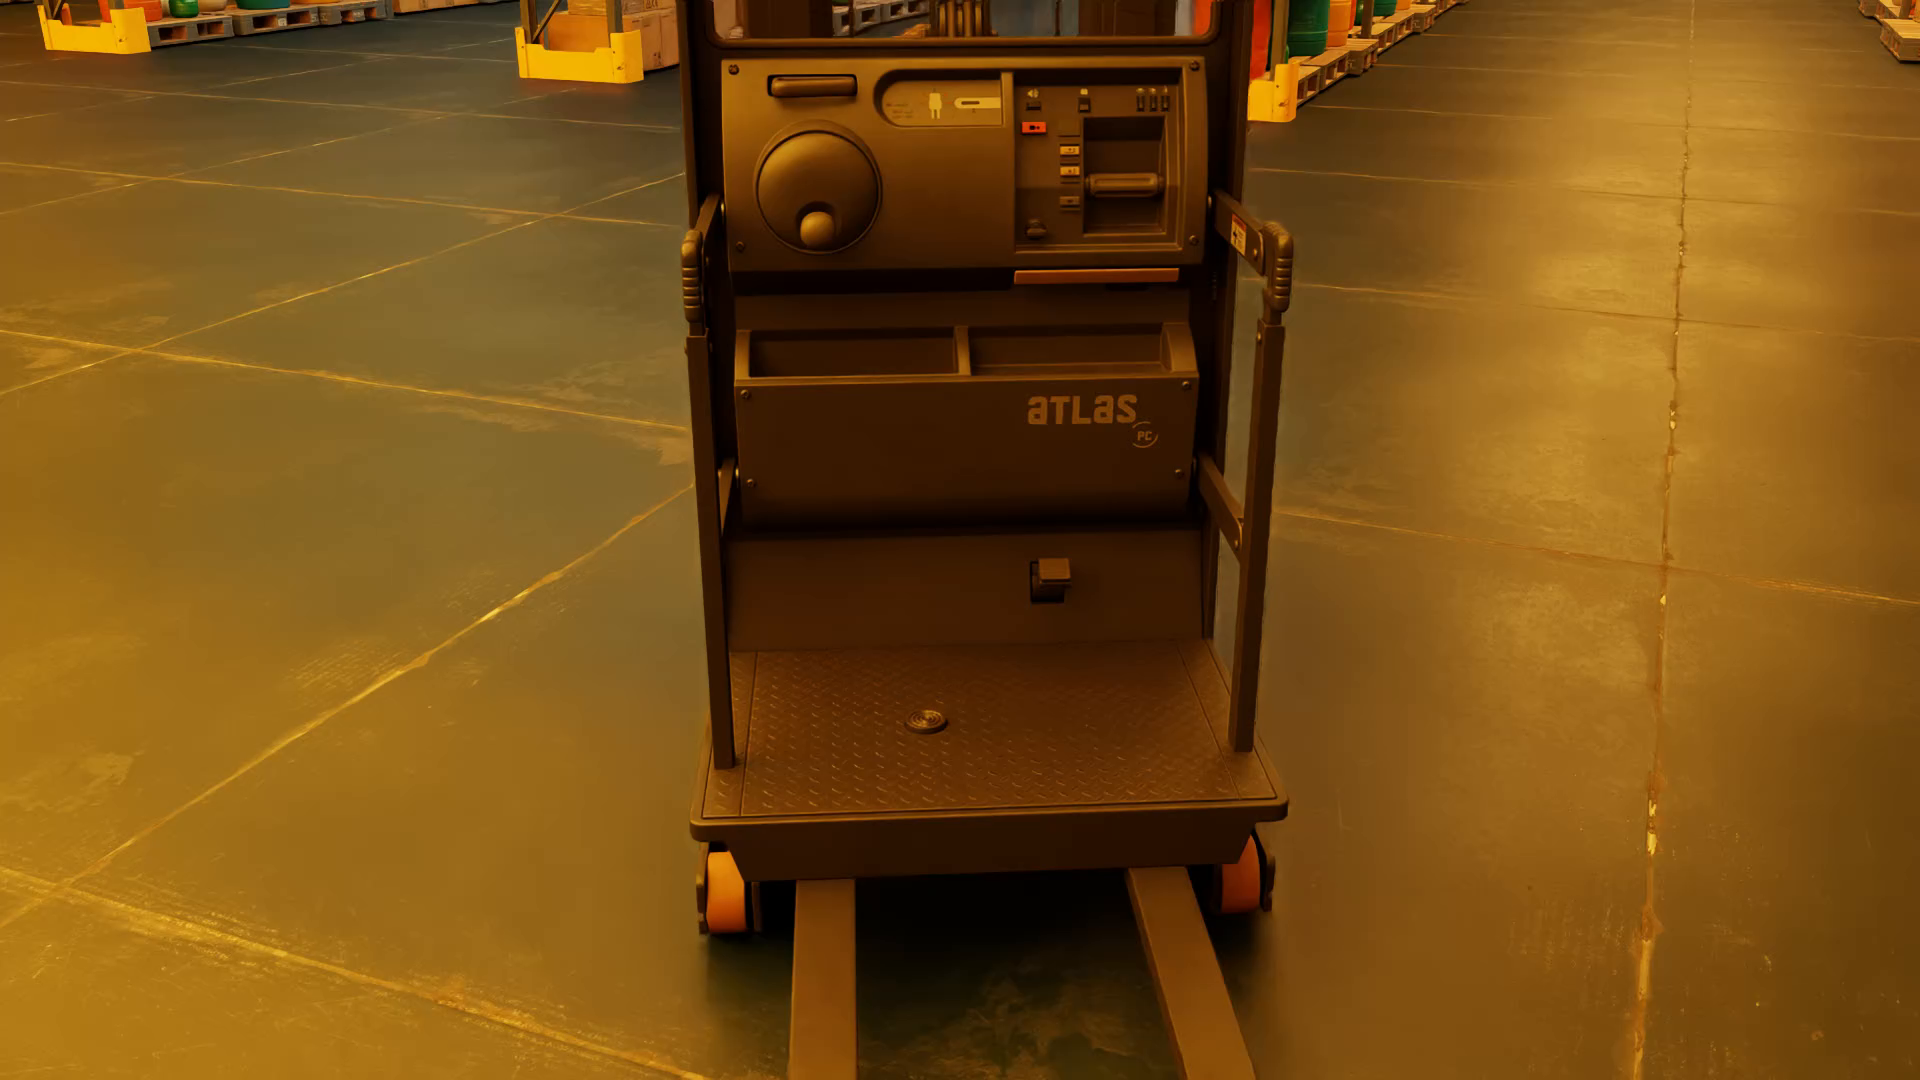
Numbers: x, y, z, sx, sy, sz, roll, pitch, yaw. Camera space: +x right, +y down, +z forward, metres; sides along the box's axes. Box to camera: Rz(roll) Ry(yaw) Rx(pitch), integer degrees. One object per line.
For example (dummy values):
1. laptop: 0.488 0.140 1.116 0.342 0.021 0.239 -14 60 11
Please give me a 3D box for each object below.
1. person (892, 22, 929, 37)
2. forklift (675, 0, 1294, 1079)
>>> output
1. person: -0.179 -0.401 3.992 0.756 1.601 0.641 -19 29 -38
2. forklift: 0.029 -0.713 2.998 1.130 2.935 3.031 -1 23 -3
